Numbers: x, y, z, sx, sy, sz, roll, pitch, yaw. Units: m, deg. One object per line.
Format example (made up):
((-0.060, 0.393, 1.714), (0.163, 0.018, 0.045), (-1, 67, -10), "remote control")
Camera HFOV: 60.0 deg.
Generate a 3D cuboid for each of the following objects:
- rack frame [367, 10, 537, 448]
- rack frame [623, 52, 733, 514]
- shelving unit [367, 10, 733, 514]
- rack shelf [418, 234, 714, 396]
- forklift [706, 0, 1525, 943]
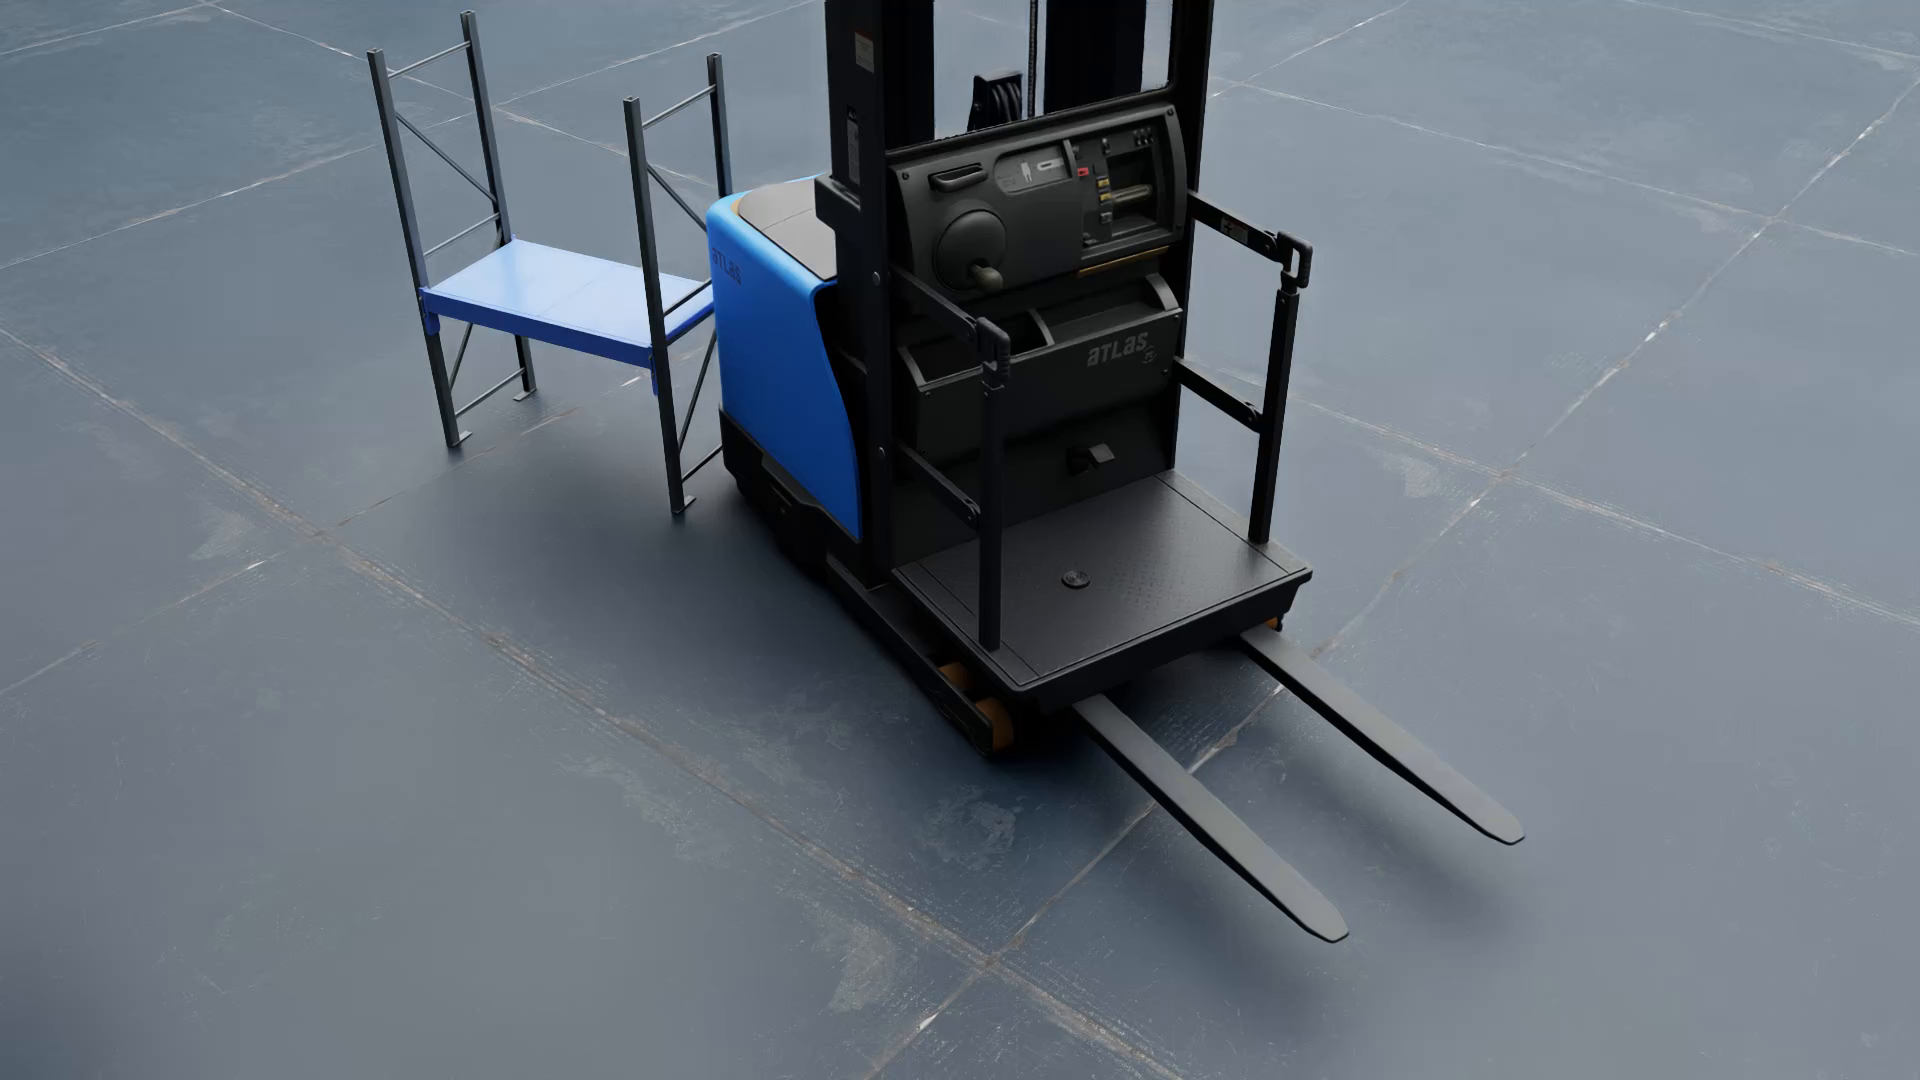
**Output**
((-1.809, -1.095, 6.020), (0.032, 1.500, 0.500), (16, 37, 22), "rack frame")
((-0.899, -0.839, 5.647), (0.032, 1.500, 0.500), (16, 37, 22), "rack frame")
((-1.354, -0.967, 5.834), (1.048, 1.500, 0.538), (16, 37, 22), "shelving unit")
((-1.354, -0.819, 5.936), (1.000, 0.185, 0.538), (16, 37, 22), "rack shelf")
((0.357, -0.890, 4.456), (1.130, 2.935, 3.031), (-20, 39, -26), "forklift")
